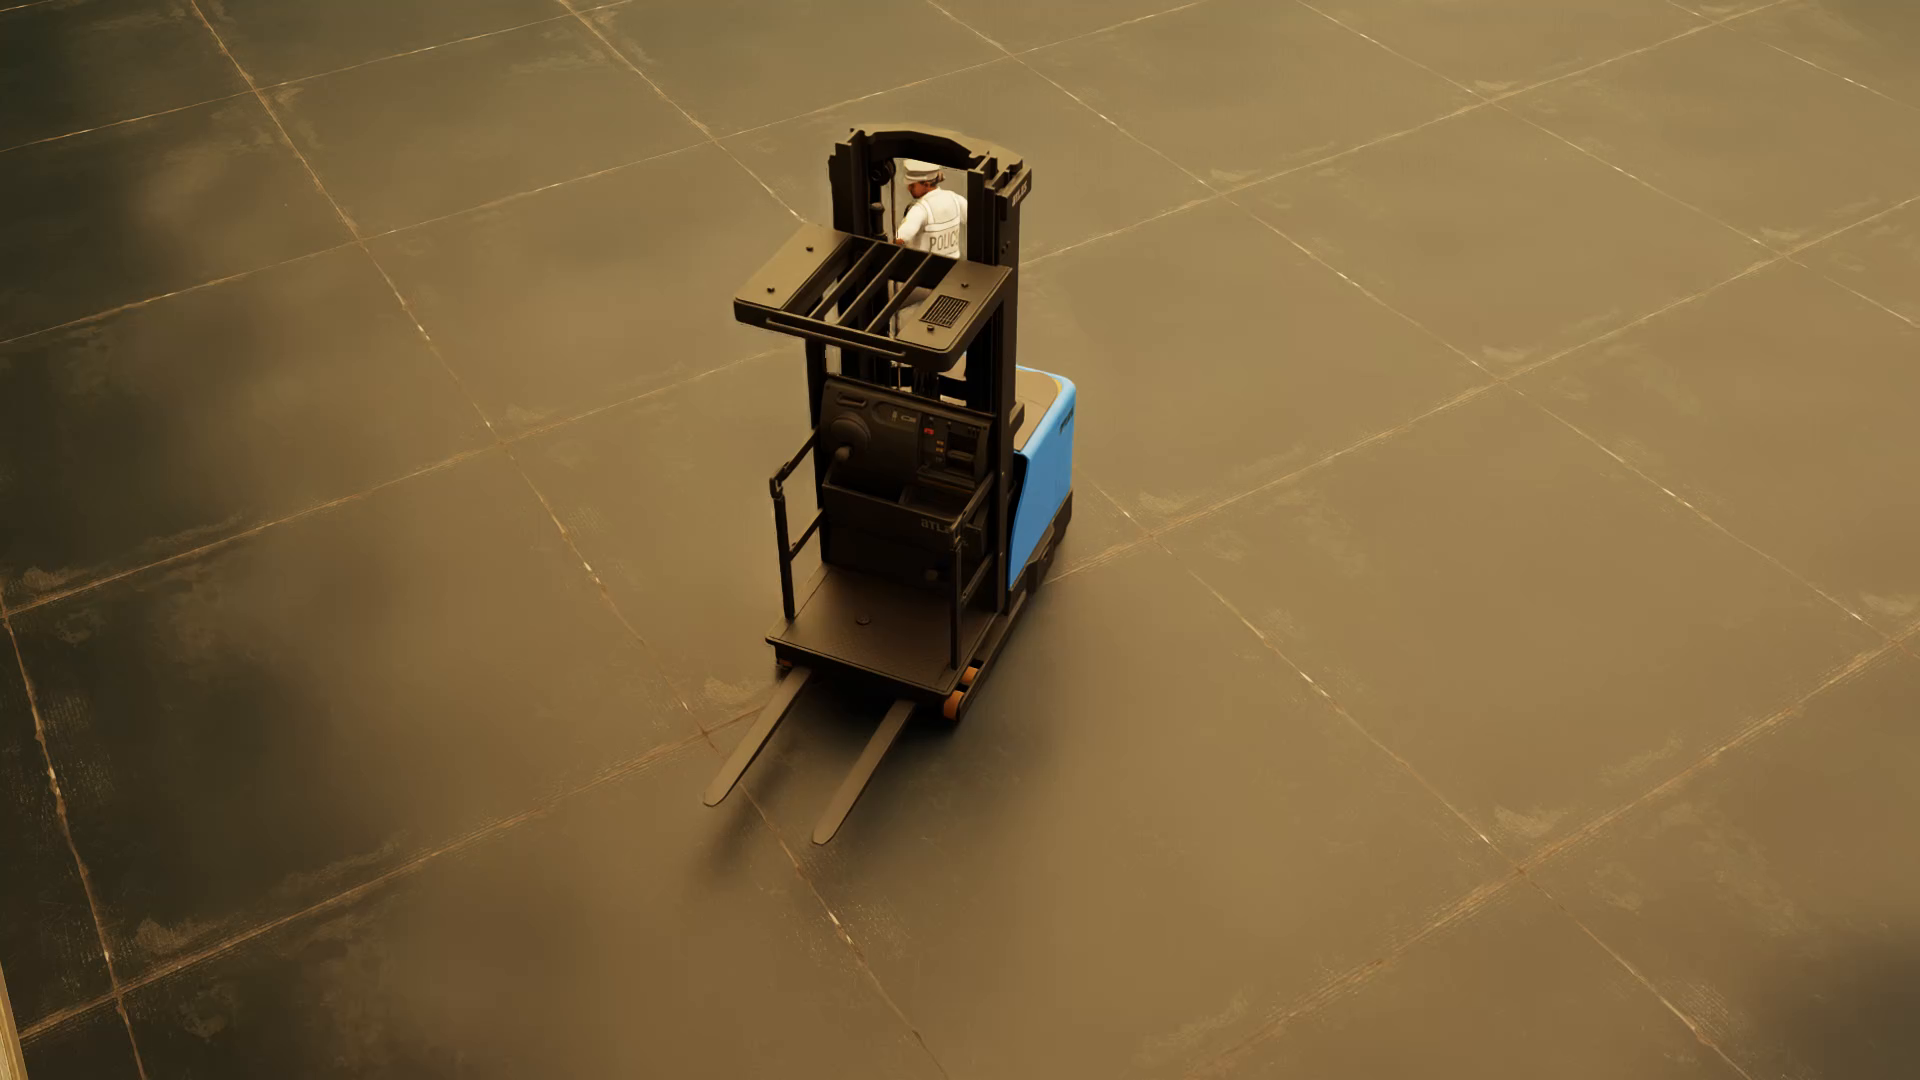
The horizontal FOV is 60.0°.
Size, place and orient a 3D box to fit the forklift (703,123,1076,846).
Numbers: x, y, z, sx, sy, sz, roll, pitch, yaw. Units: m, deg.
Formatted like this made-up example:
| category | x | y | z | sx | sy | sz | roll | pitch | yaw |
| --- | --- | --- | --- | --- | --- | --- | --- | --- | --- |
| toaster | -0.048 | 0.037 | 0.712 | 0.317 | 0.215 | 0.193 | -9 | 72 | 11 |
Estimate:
| category | x | y | z | sx | sy | sz | roll | pitch | yaw |
| --- | --- | --- | --- | --- | --- | --- | --- | --- | --- |
| forklift | -0.371 | -0.454 | 8.391 | 1.130 | 2.935 | 3.031 | 16 | 44 | 17 |

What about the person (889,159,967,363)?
| category | x | y | z | sx | sy | sz | roll | pitch | yaw |
| --- | --- | --- | --- | --- | --- | --- | --- | --- | --- |
| person | -0.180 | -1.817 | 11.083 | 1.079 | 1.560 | 0.465 | -26 | 48 | -27 |
